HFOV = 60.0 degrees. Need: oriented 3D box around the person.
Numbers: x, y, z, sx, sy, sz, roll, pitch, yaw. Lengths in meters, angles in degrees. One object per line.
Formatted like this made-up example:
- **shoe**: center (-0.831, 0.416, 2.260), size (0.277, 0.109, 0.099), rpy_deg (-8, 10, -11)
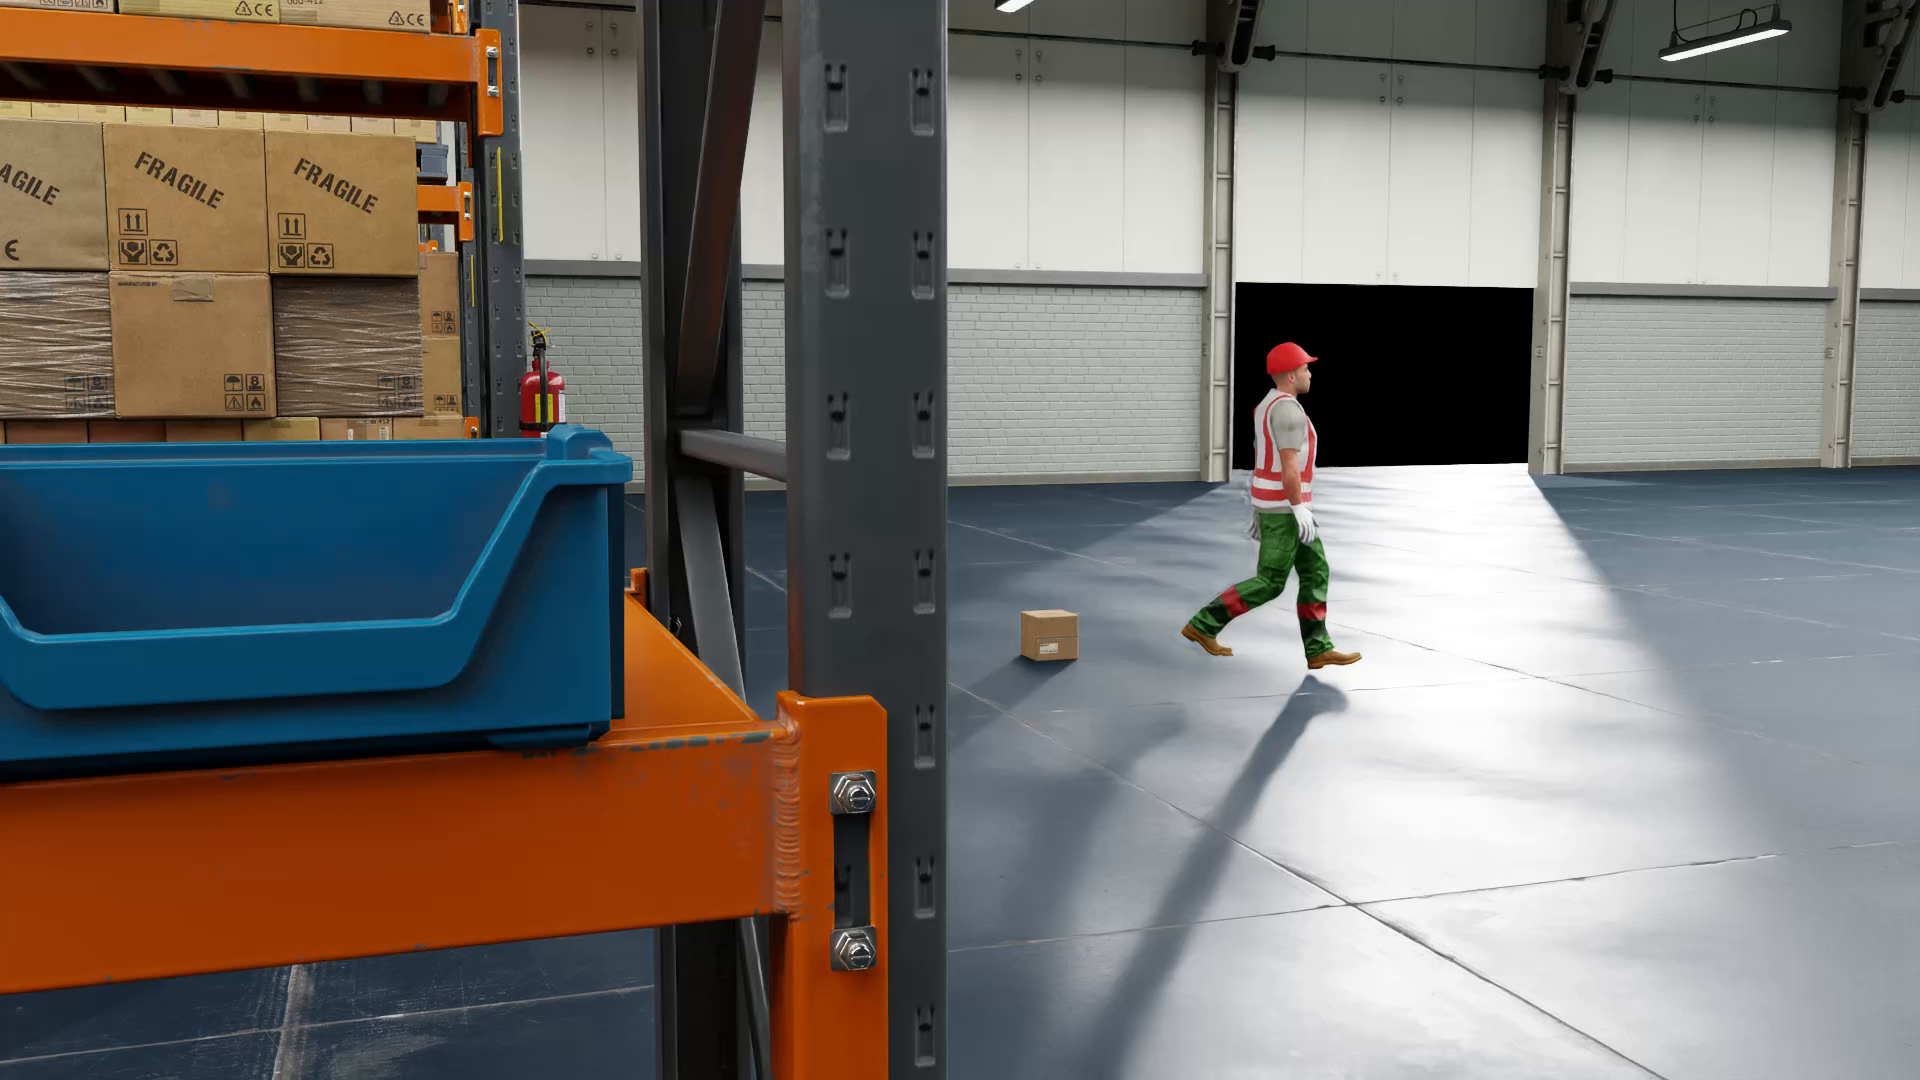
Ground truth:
- **person**: center (1.683, -0.170, 8.883), size (0.990, 1.758, 0.533), rpy_deg (0, 6, 3)
